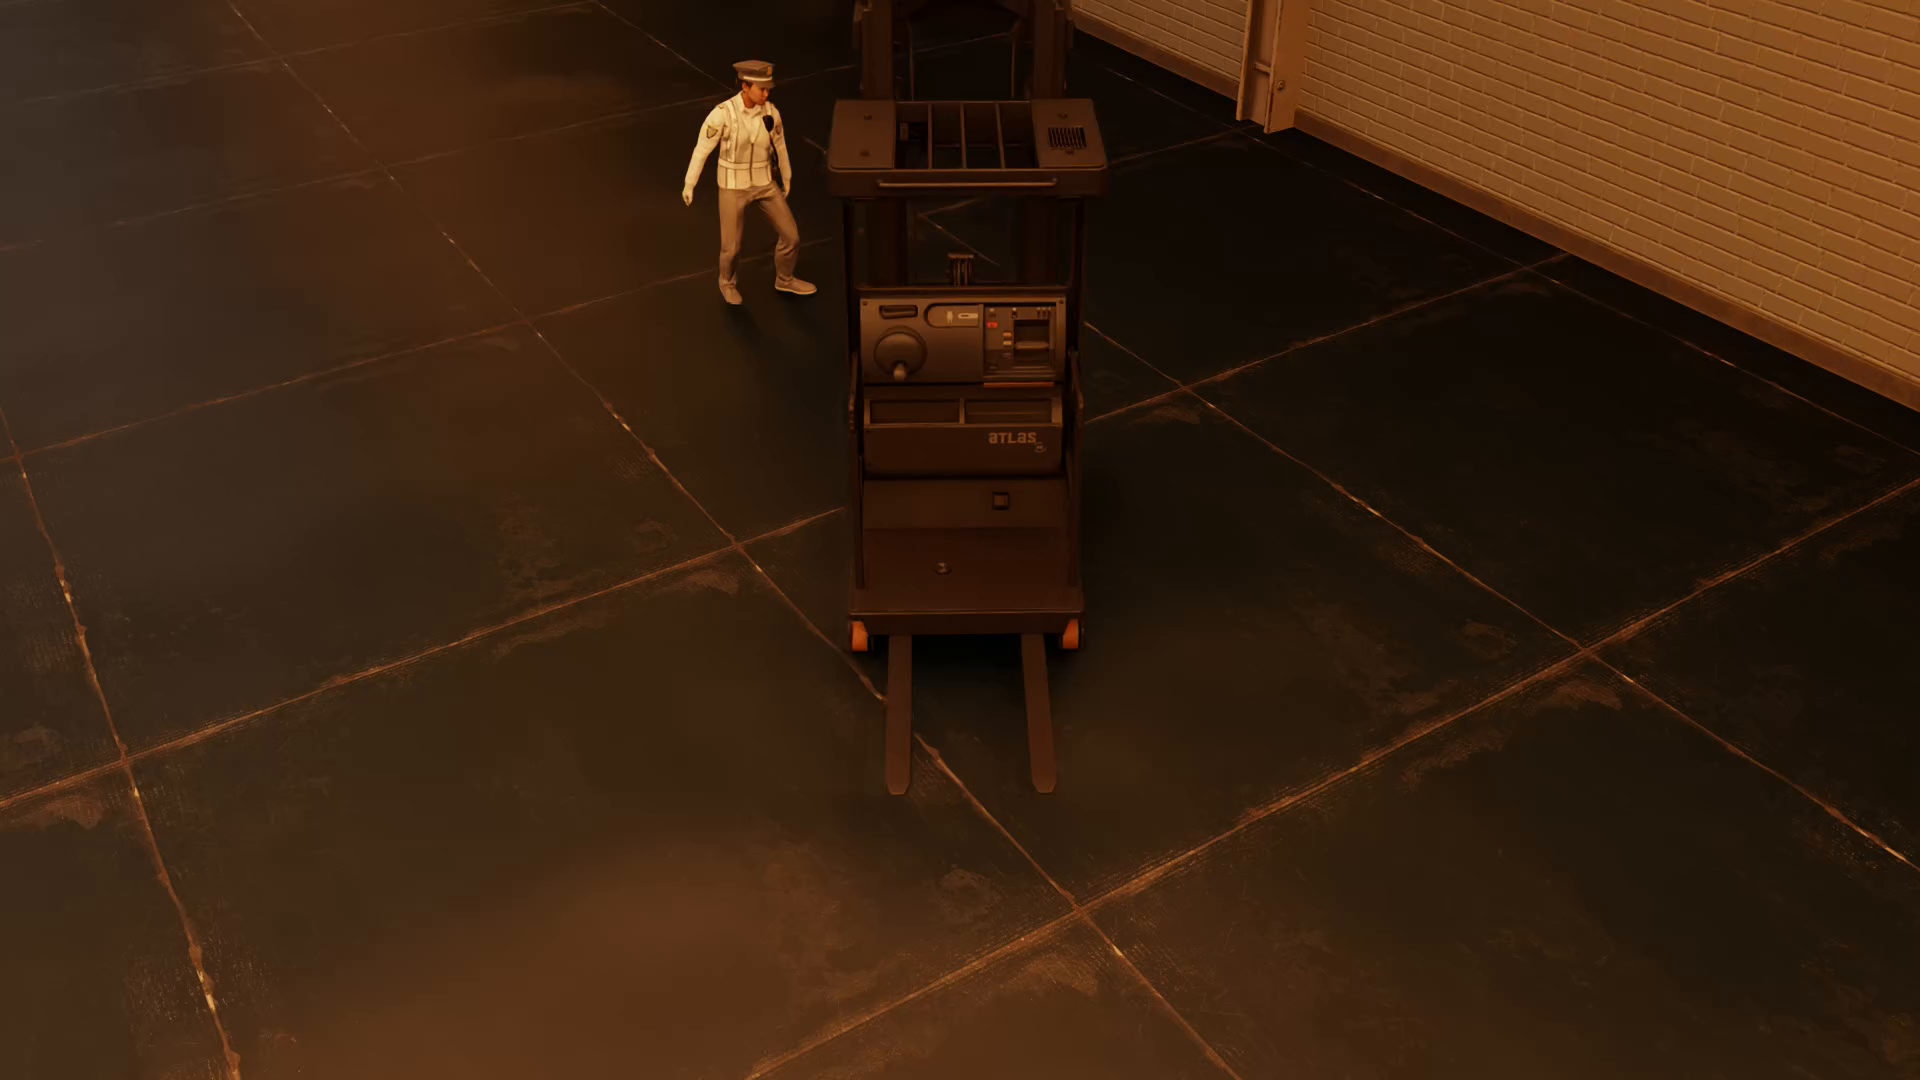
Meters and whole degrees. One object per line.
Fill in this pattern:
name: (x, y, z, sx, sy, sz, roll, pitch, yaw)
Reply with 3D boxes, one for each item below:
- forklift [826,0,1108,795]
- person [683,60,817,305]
forklift: (0.021, -0.847, 7.353, 1.130, 2.935, 3.031, -1, 35, -1)
person: (-1.353, -2.238, 10.522, 0.811, 1.646, 0.431, -14, 37, -19)
